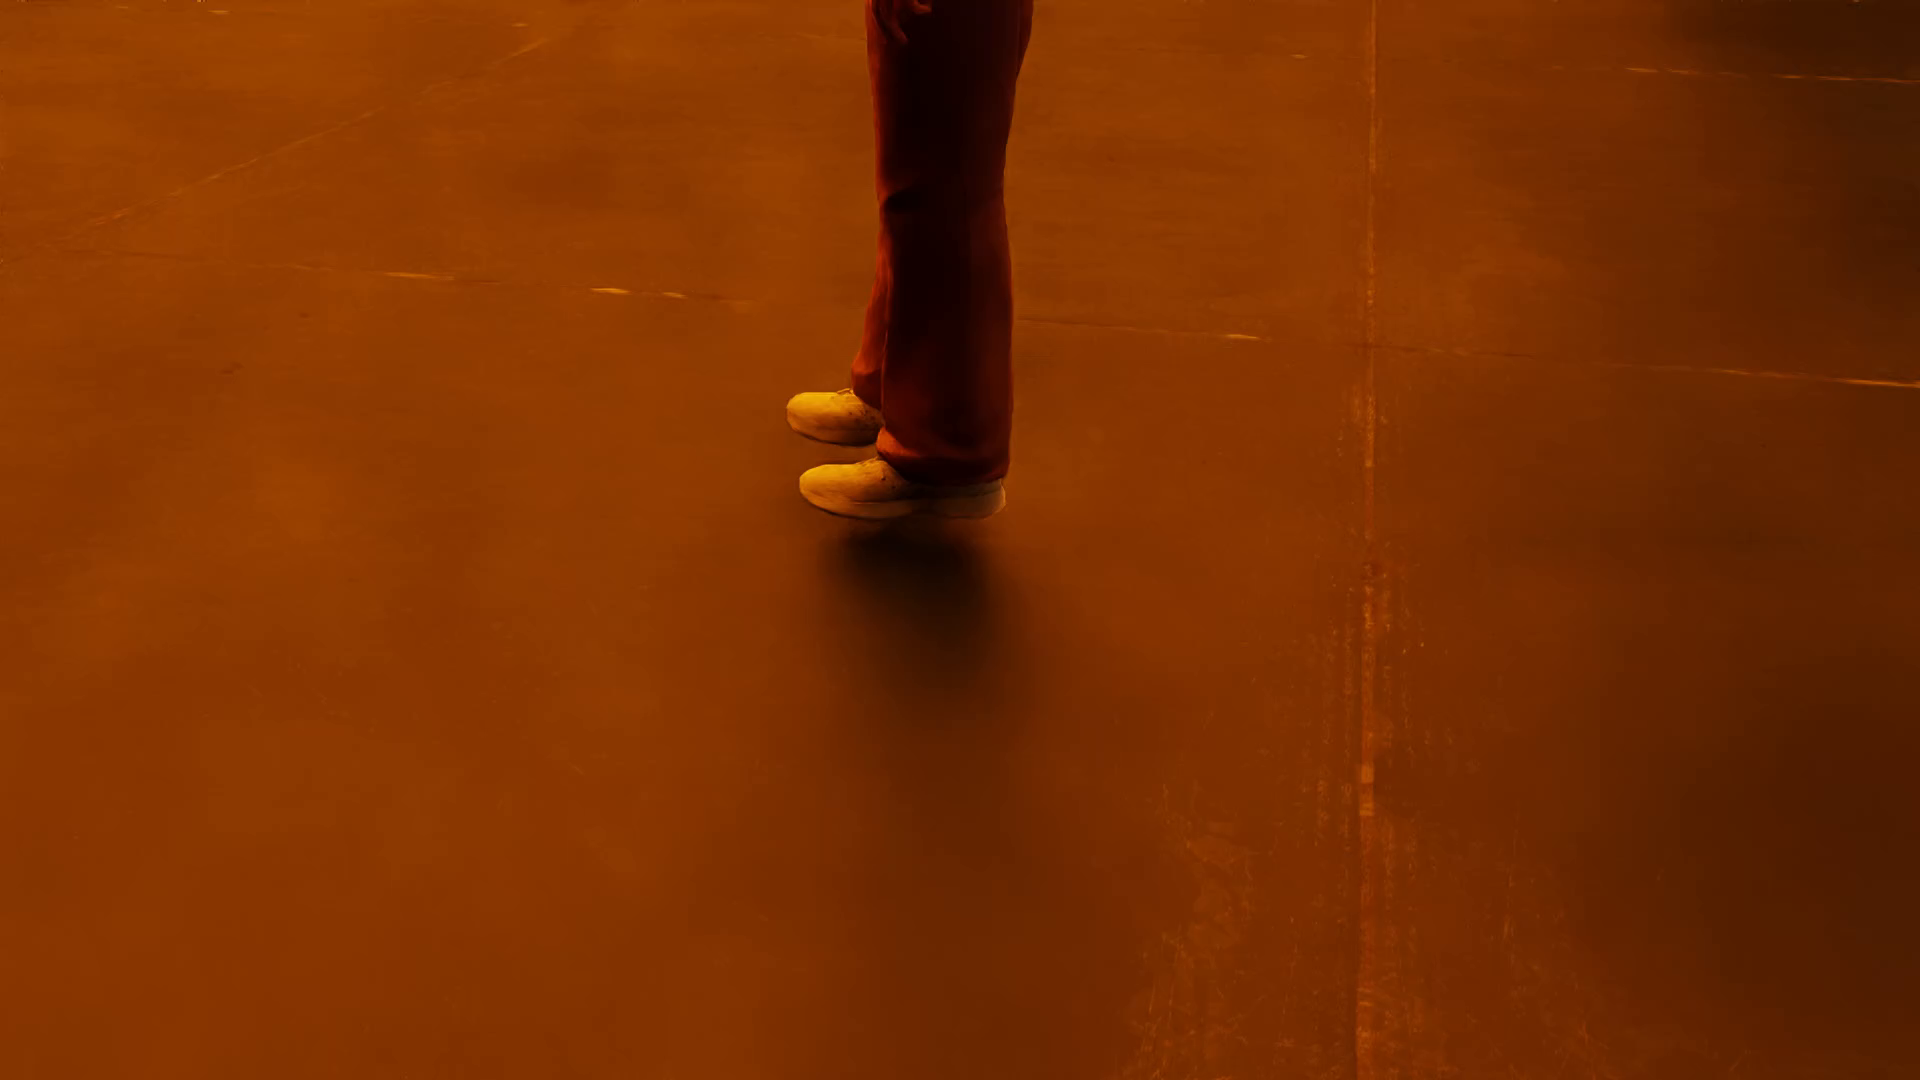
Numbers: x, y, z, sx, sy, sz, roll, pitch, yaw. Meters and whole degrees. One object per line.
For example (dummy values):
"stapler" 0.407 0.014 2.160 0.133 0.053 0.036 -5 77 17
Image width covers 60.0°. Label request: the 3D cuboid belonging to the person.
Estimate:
"person" -0.080 -0.797 2.130 0.527 1.660 0.554 6 27 11
